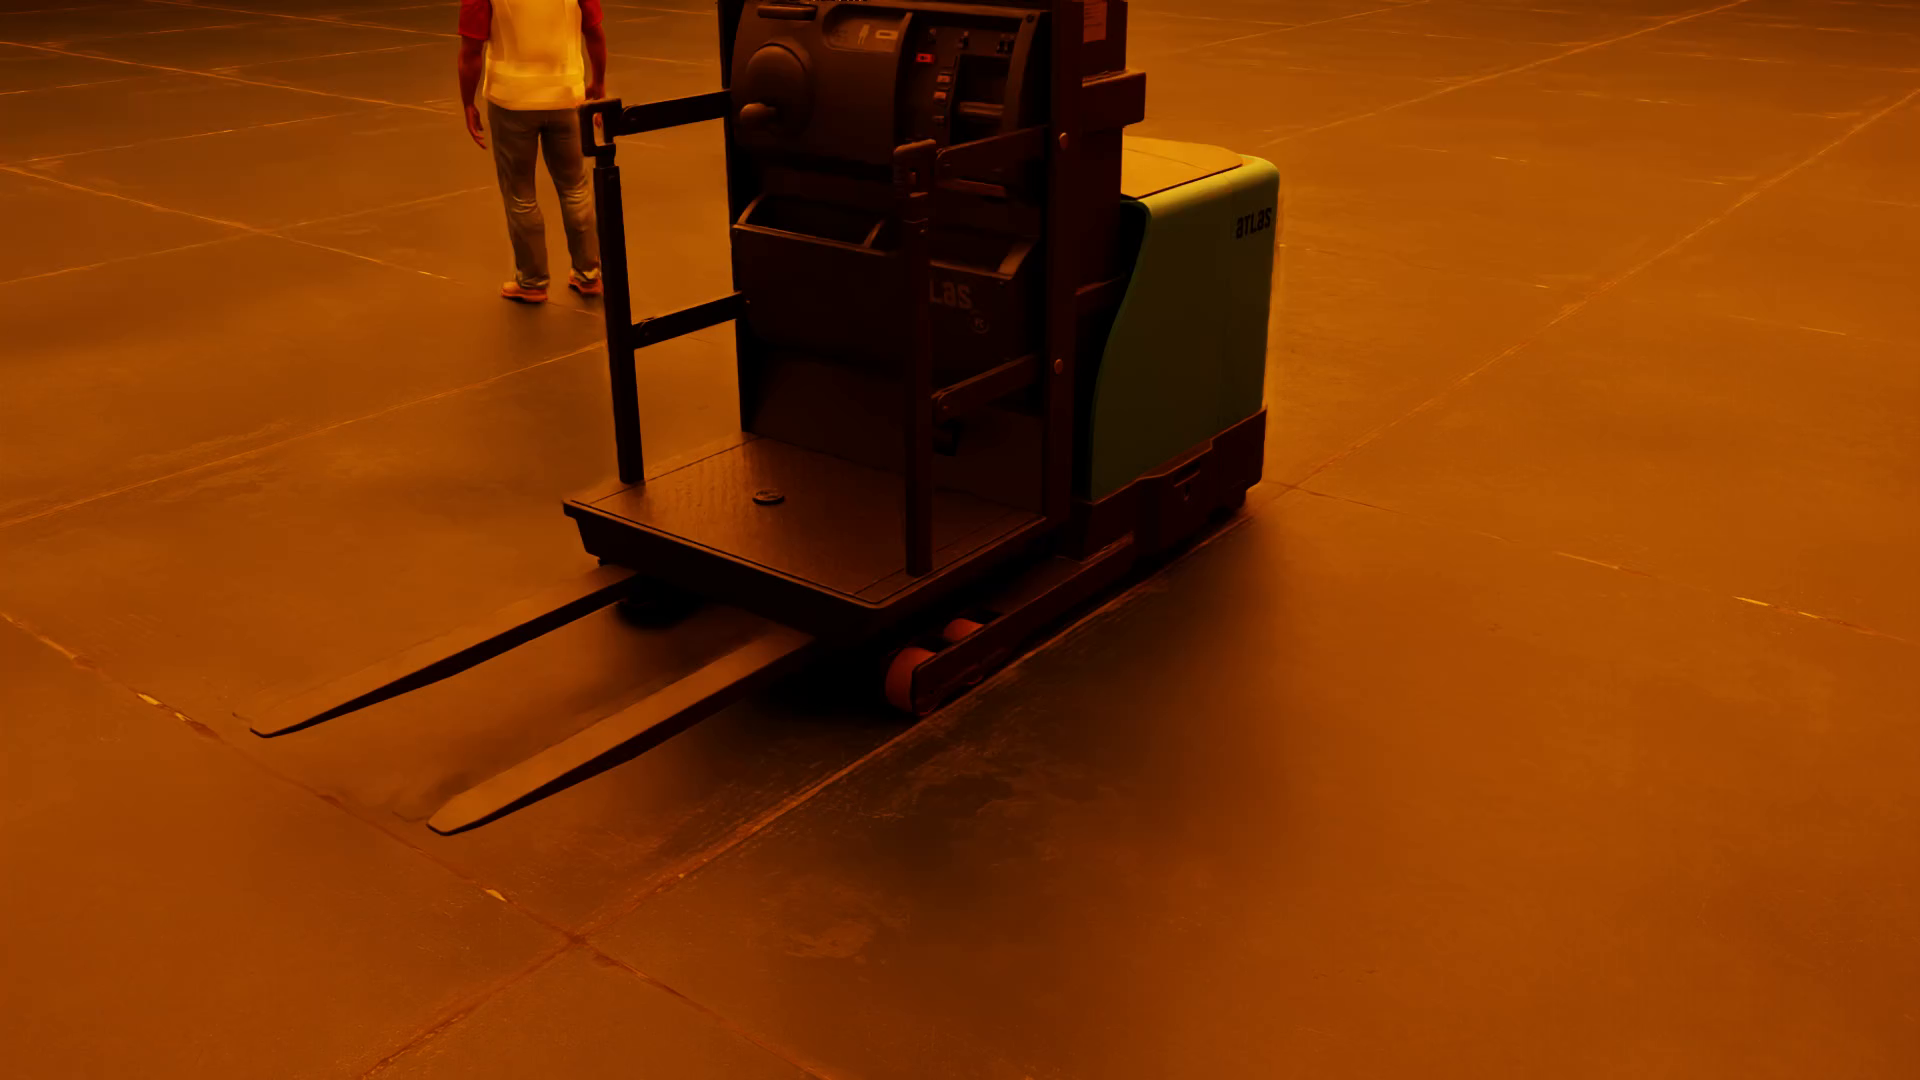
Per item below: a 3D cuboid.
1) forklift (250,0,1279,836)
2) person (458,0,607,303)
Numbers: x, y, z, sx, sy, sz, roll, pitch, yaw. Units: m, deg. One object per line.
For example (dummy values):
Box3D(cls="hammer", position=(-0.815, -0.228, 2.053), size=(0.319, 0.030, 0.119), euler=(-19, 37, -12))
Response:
Box3D(cls="forklift", position=(-0.330, -1.140, 3.957), size=(1.130, 2.935, 3.031), euler=(17, 29, 34))
Box3D(cls="person", position=(-1.853, -1.908, 7.205), size=(0.661, 1.777, 0.504), euler=(-14, 27, -29))
